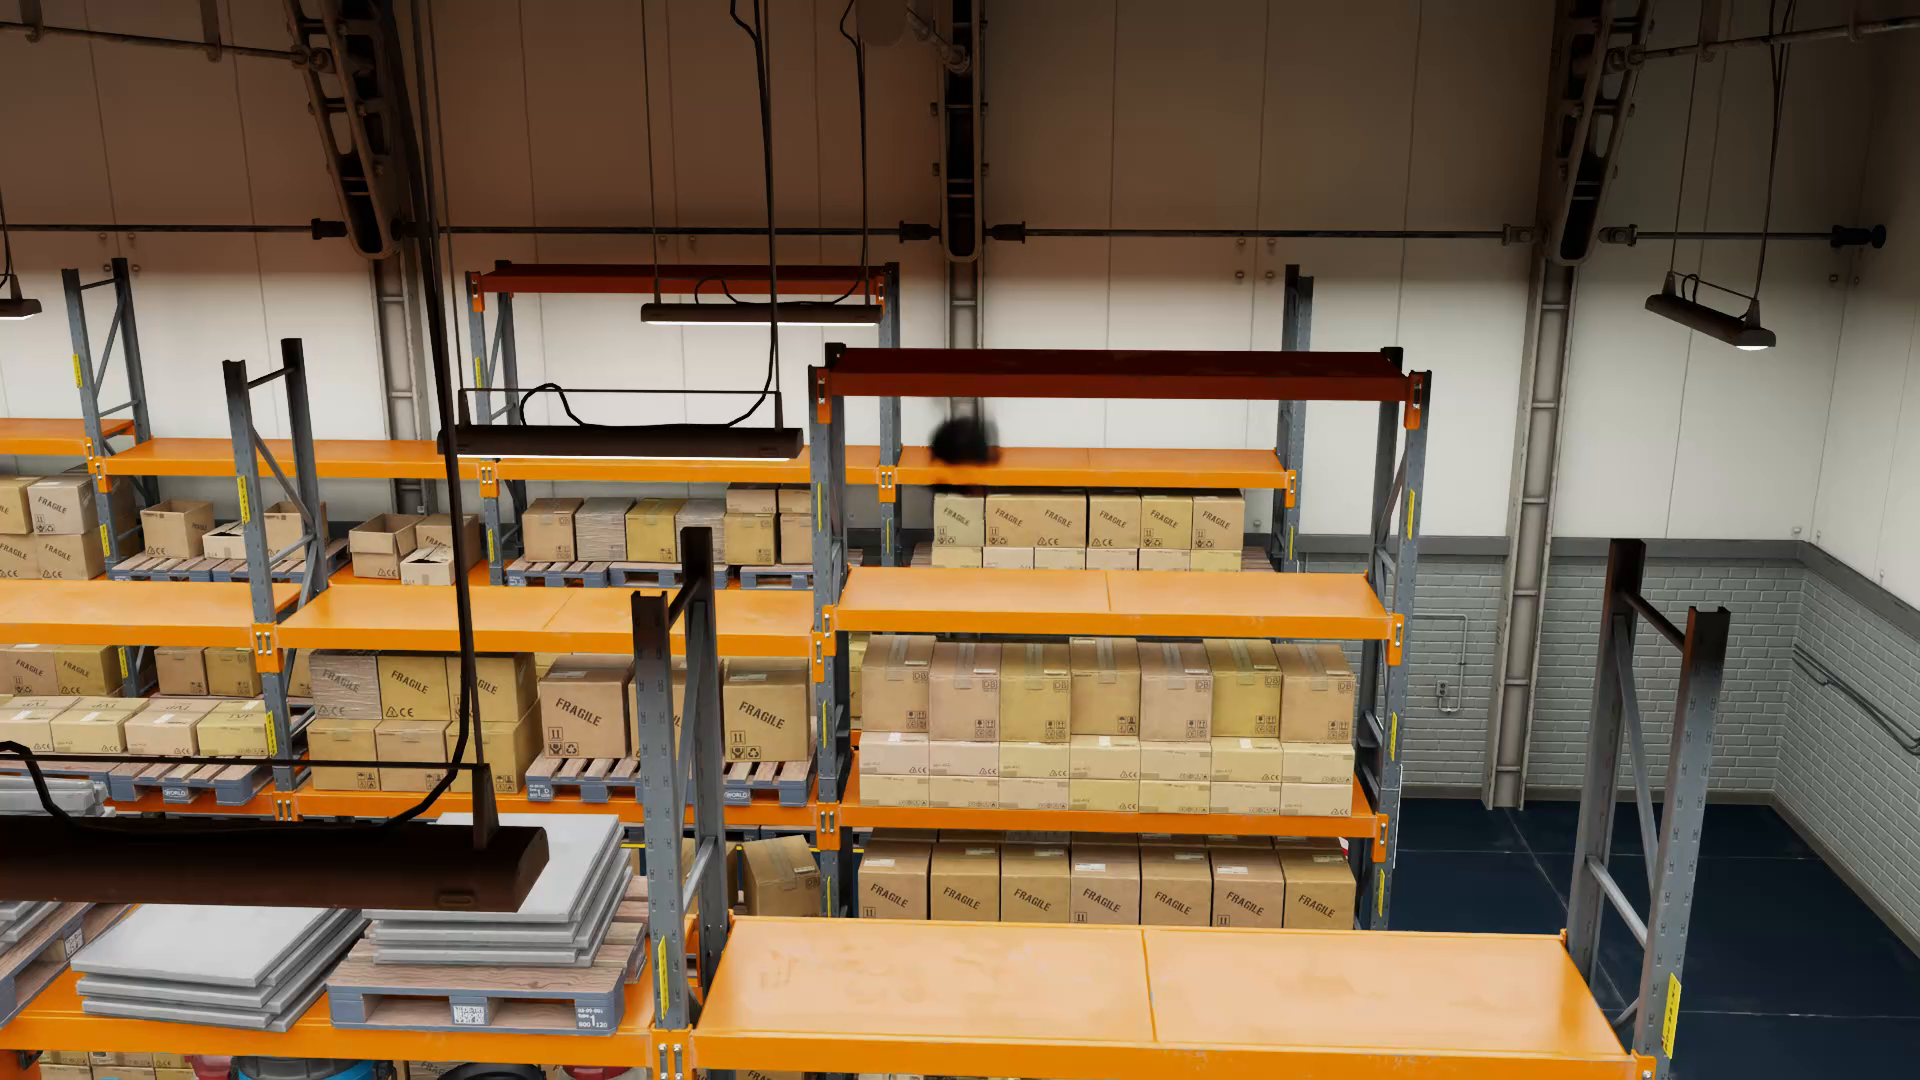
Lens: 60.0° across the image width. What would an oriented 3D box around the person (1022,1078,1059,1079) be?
[{"bbox_3d":[0.517,4.194,10.988,0.905,1.755,0.698,-1,16,-4],"label":"person"}]
